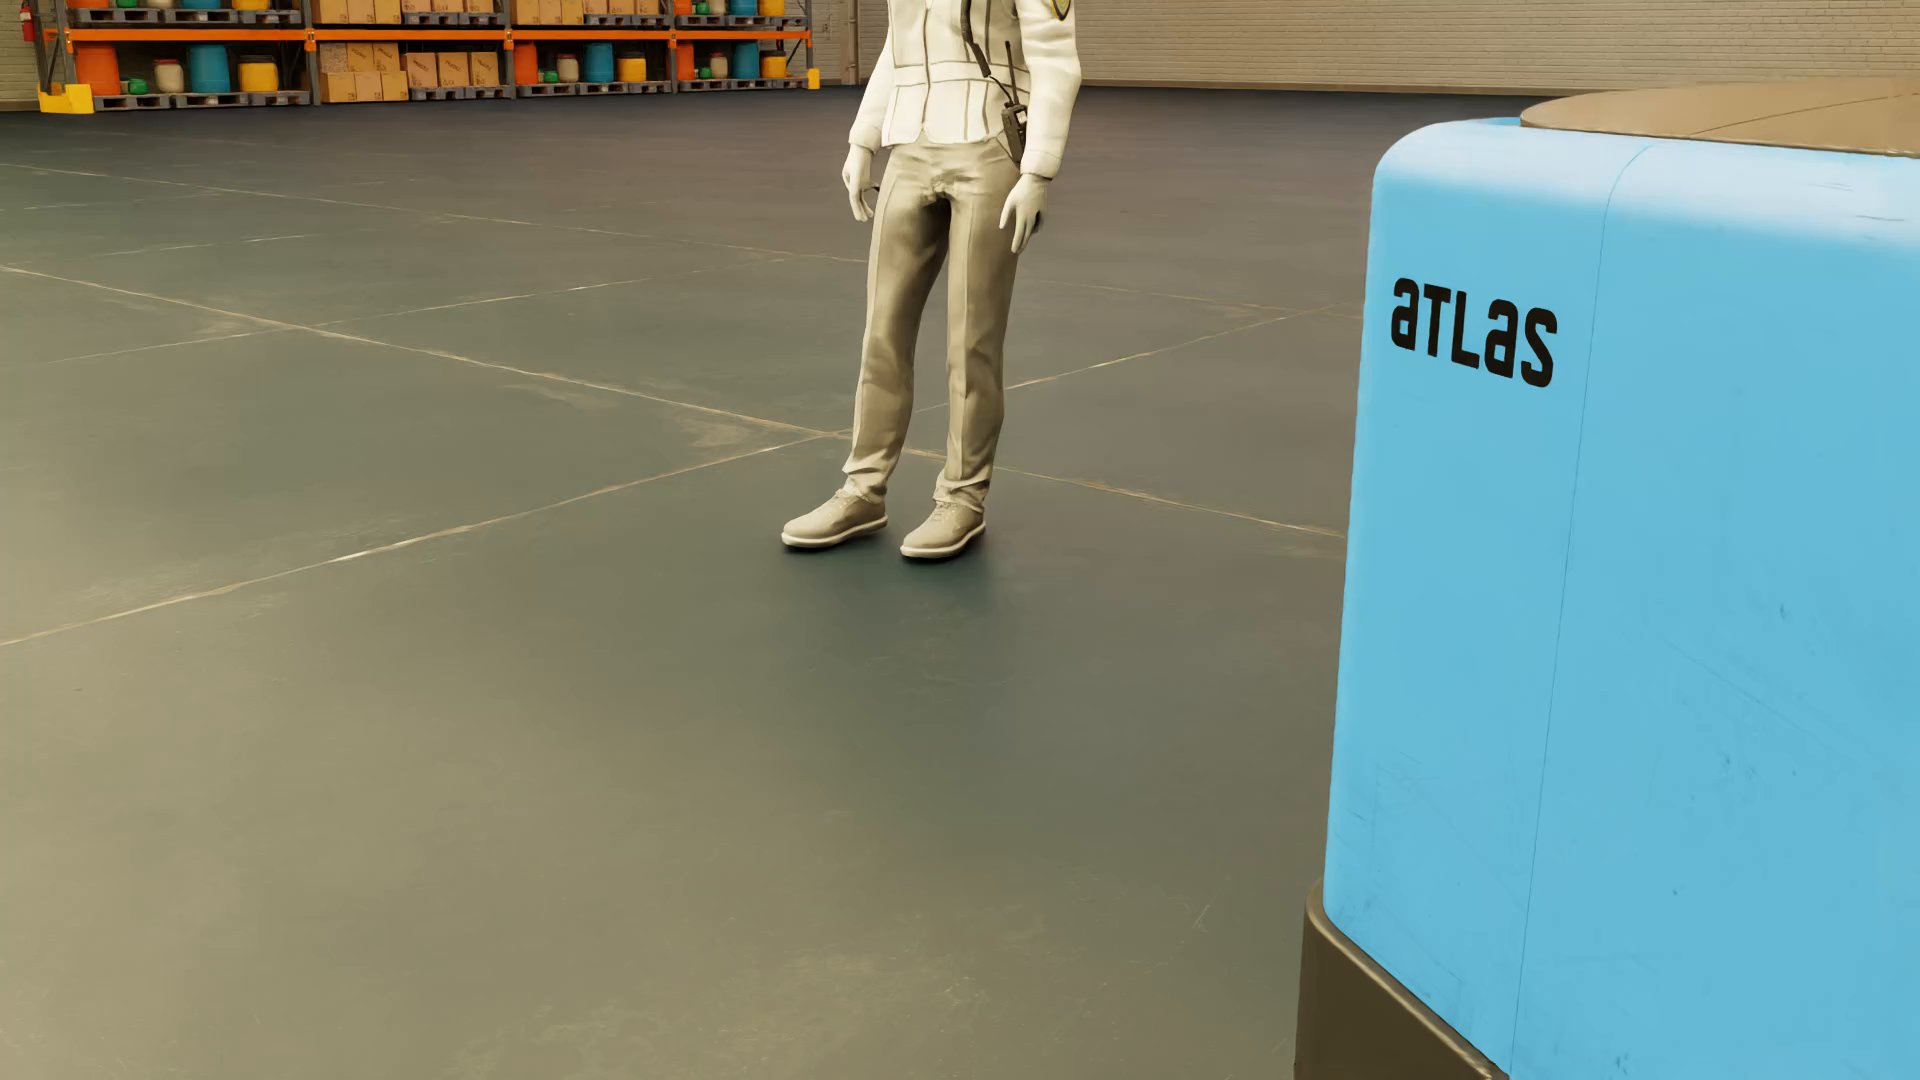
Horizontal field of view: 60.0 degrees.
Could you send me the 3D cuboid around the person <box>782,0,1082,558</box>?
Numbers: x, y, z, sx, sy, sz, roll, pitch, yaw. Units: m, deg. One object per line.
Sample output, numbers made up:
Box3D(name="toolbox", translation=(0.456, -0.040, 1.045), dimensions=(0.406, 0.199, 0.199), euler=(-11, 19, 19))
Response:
Box3D(name="person", translation=(-0.049, -0.804, 3.647), dimensions=(0.588, 1.695, 0.531), euler=(13, 21, 37))
